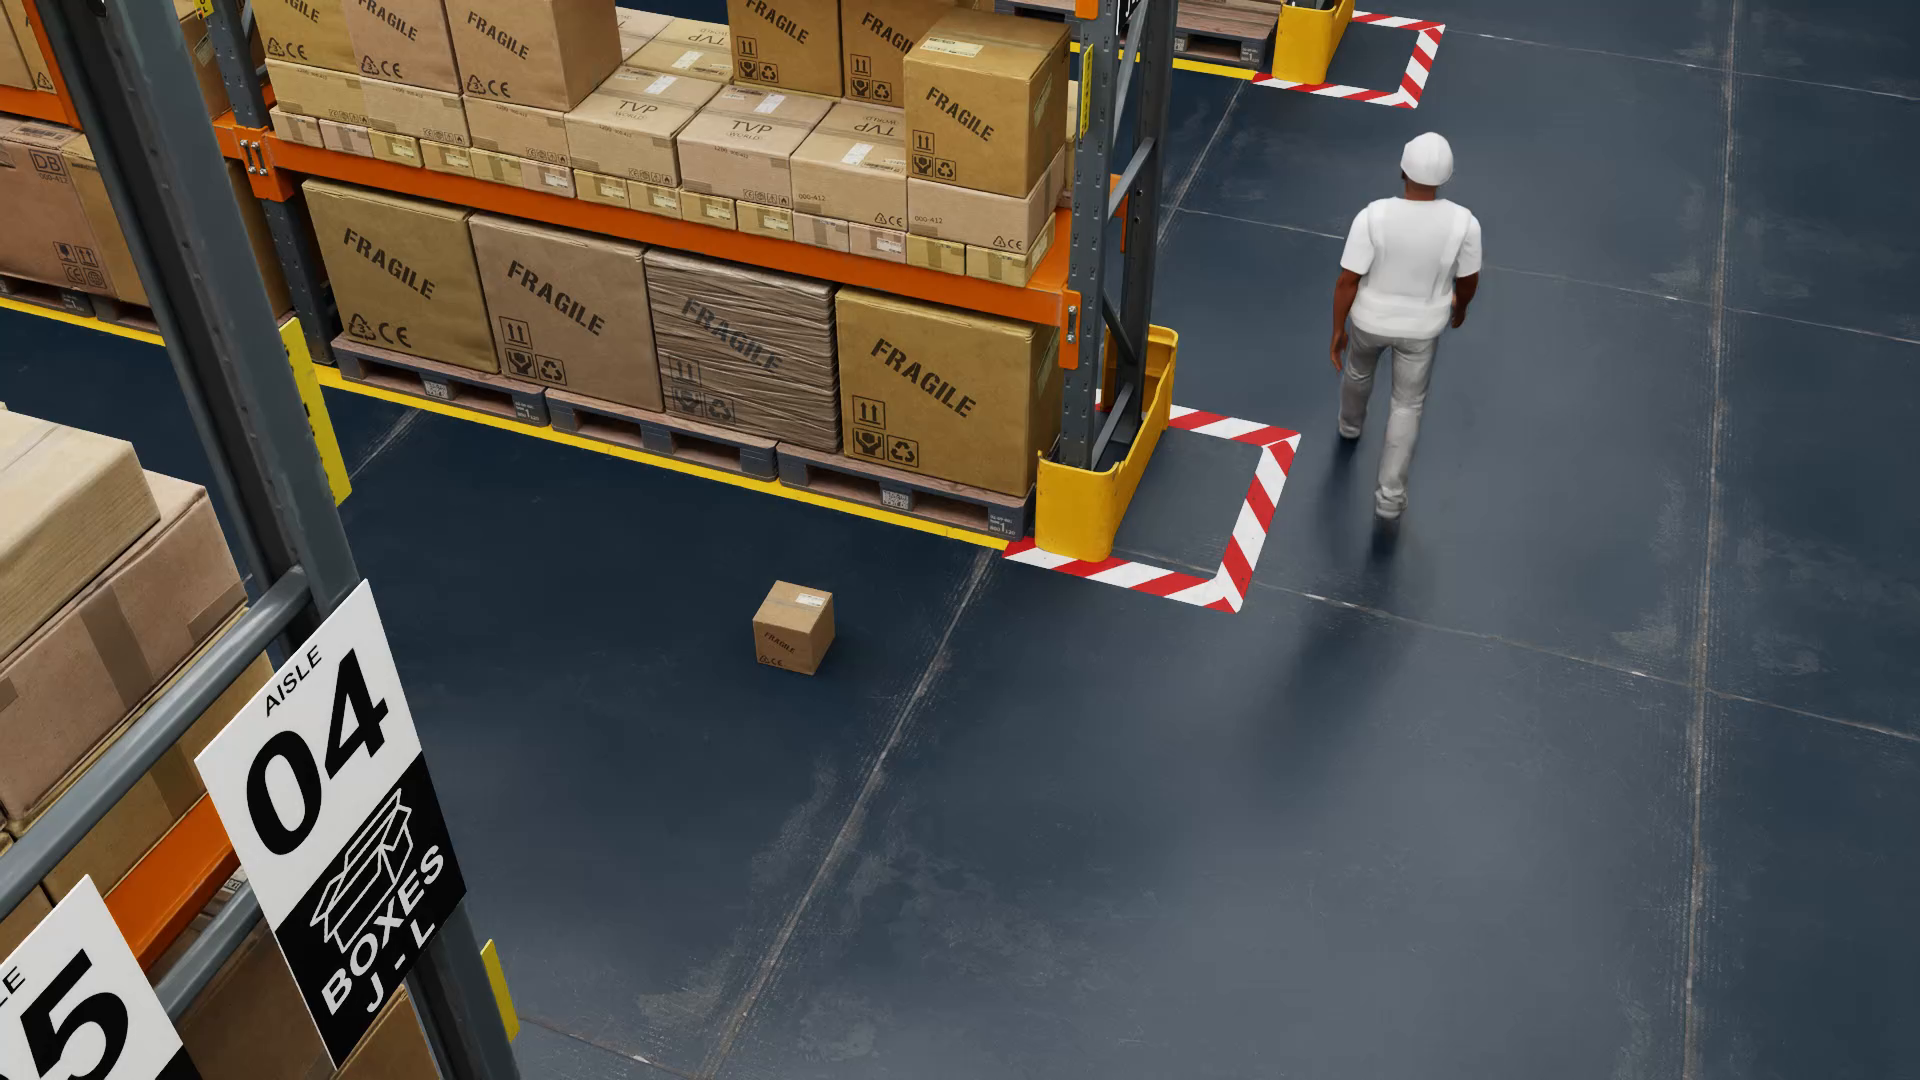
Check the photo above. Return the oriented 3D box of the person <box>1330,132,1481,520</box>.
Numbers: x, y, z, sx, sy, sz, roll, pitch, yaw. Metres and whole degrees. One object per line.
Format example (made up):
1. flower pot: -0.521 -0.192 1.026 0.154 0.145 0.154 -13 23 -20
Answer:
1. person: 1.920 -0.978 7.259 0.588 1.725 1.030 9 42 11
